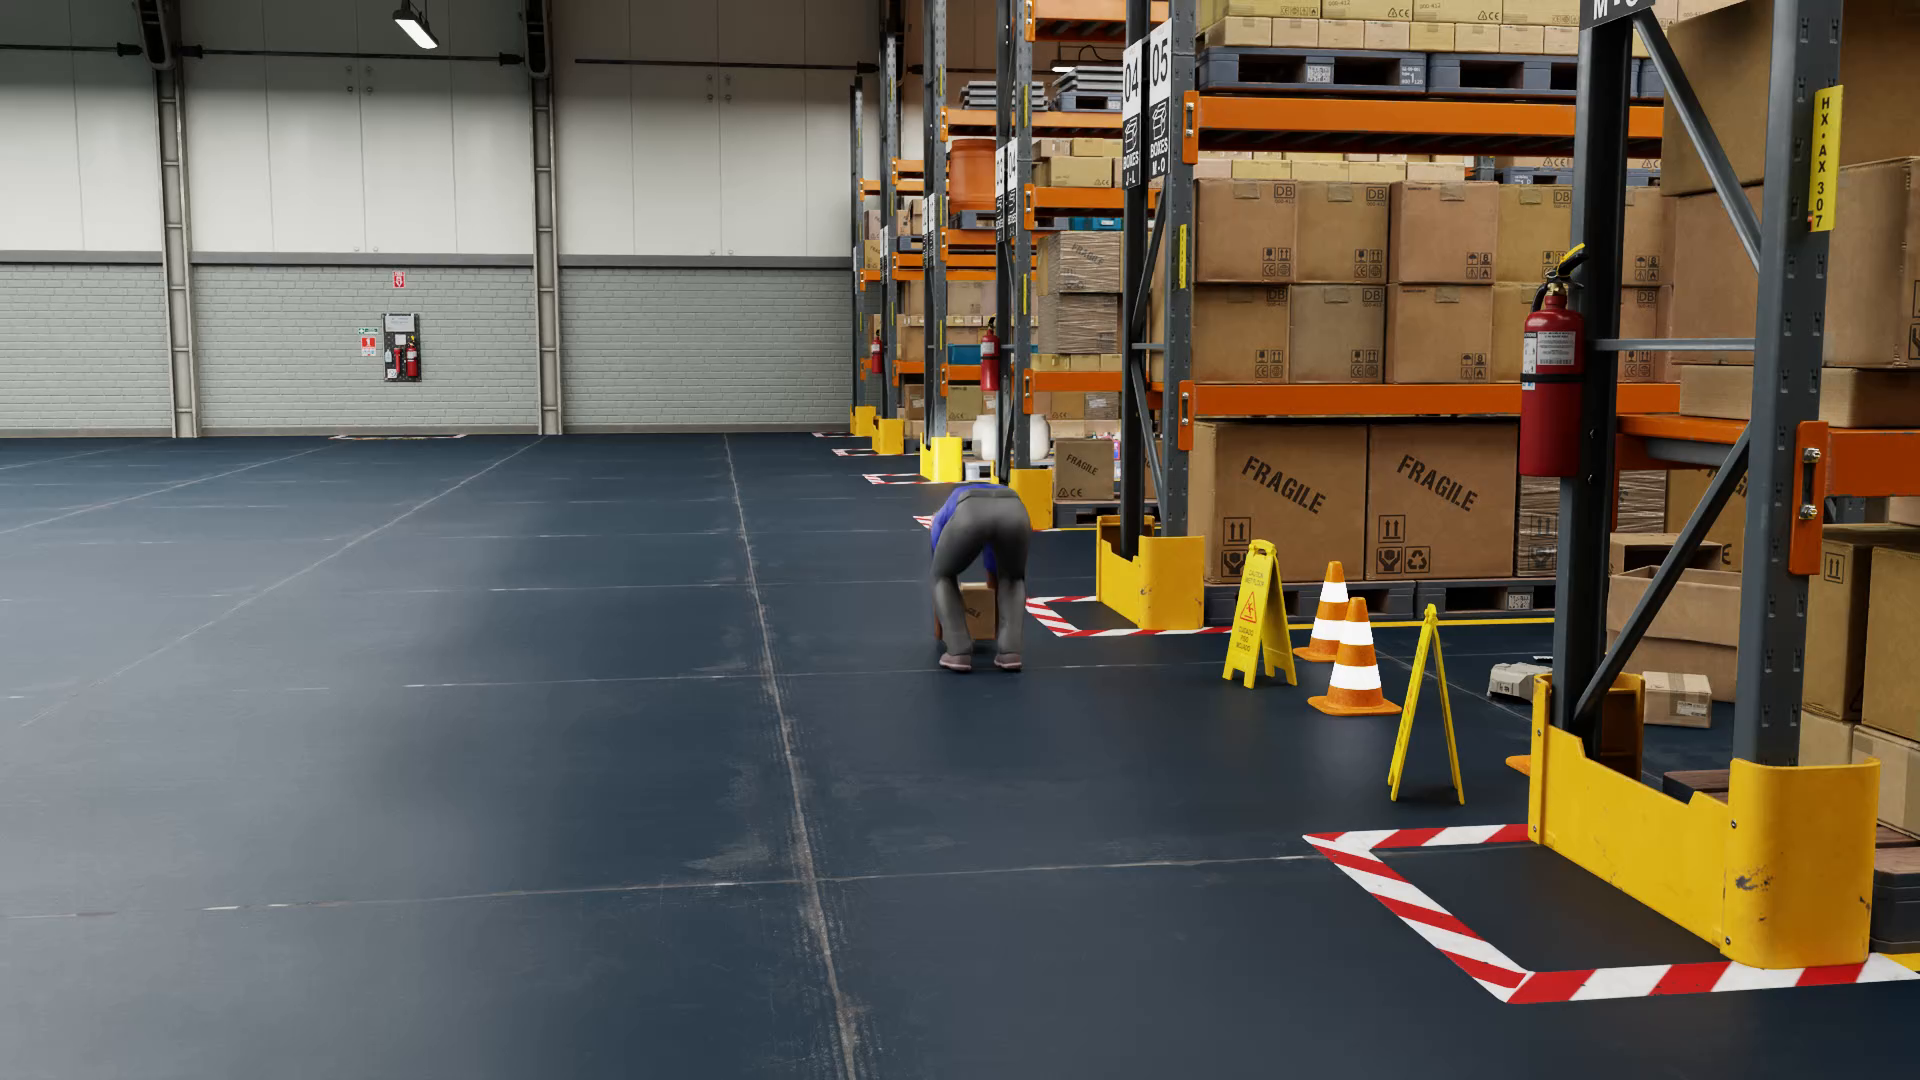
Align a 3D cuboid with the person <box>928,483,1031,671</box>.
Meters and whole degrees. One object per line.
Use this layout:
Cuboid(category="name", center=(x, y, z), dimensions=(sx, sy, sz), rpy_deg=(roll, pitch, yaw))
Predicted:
Cuboid(category="person", center=(0.074, 0.151, 7.959), dimensions=(0.464, 0.878, 0.867), rpy_deg=(-1, 7, -11))
